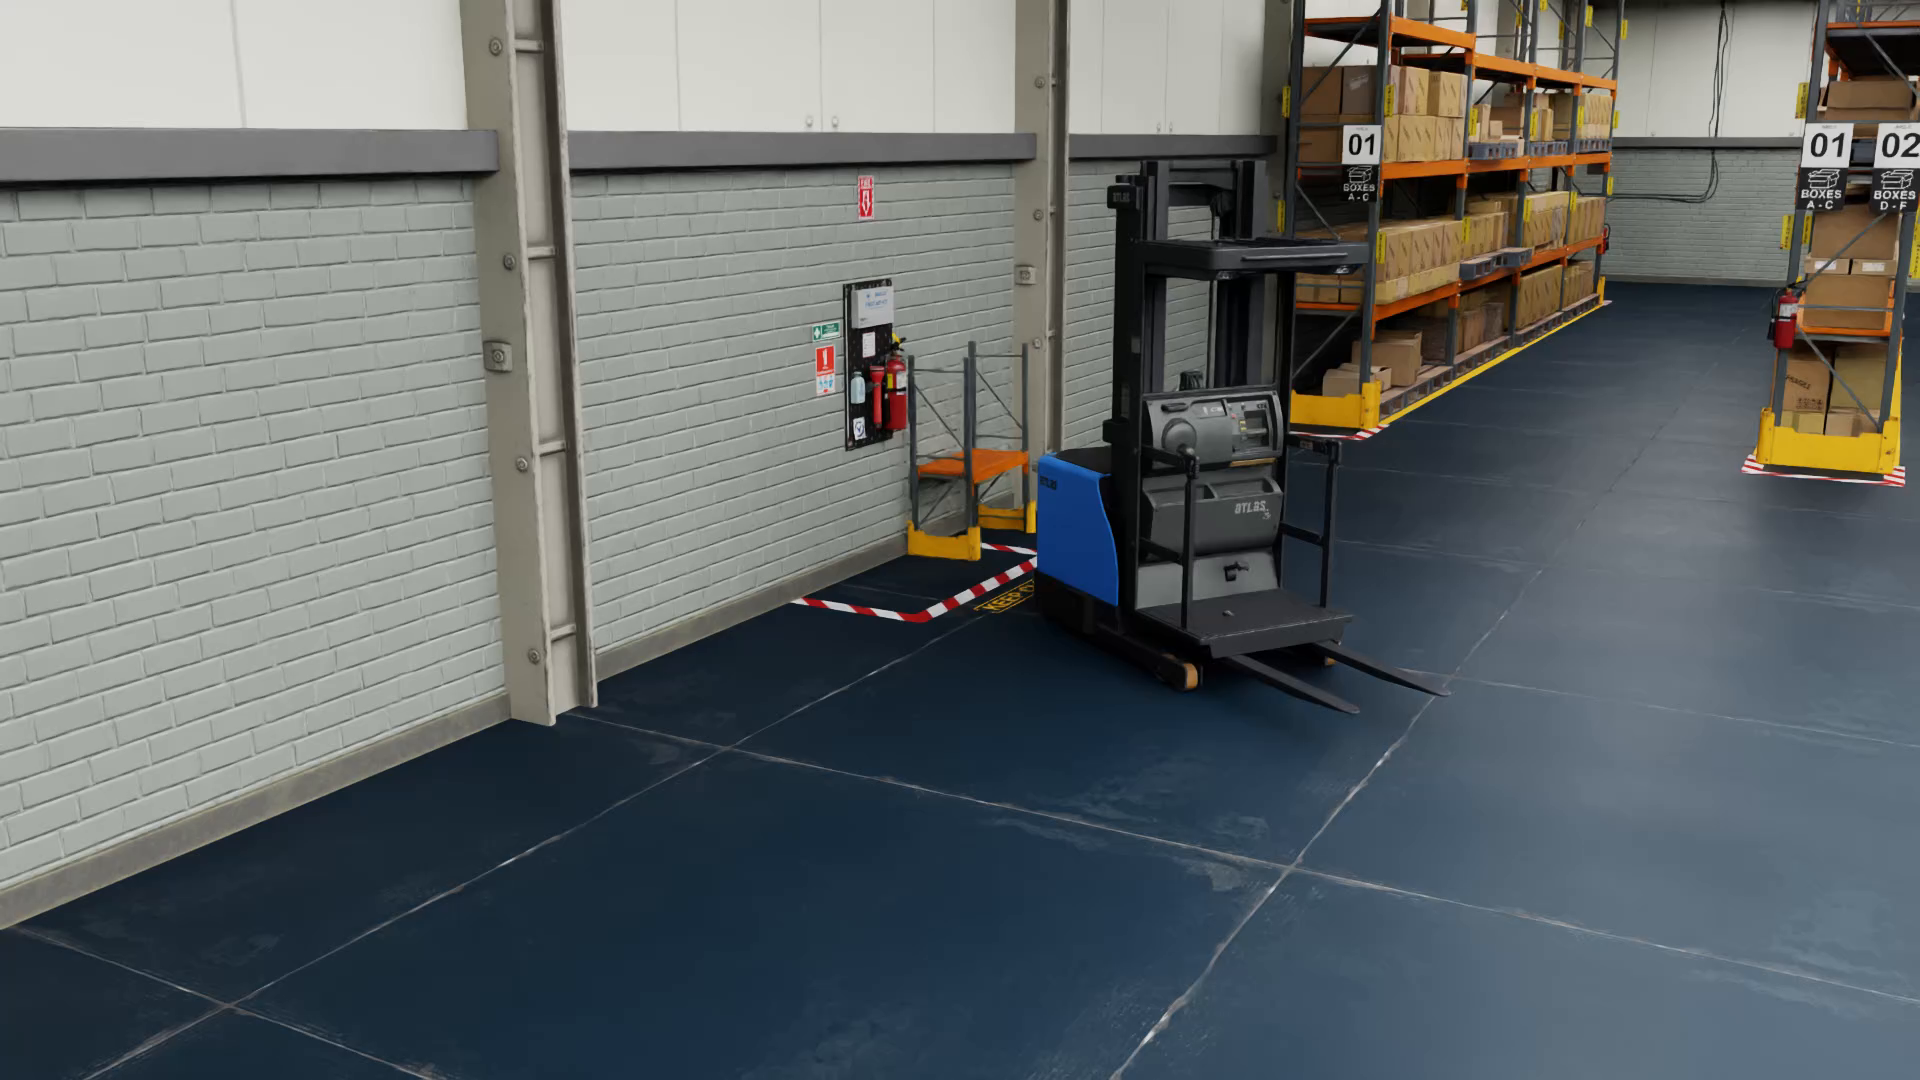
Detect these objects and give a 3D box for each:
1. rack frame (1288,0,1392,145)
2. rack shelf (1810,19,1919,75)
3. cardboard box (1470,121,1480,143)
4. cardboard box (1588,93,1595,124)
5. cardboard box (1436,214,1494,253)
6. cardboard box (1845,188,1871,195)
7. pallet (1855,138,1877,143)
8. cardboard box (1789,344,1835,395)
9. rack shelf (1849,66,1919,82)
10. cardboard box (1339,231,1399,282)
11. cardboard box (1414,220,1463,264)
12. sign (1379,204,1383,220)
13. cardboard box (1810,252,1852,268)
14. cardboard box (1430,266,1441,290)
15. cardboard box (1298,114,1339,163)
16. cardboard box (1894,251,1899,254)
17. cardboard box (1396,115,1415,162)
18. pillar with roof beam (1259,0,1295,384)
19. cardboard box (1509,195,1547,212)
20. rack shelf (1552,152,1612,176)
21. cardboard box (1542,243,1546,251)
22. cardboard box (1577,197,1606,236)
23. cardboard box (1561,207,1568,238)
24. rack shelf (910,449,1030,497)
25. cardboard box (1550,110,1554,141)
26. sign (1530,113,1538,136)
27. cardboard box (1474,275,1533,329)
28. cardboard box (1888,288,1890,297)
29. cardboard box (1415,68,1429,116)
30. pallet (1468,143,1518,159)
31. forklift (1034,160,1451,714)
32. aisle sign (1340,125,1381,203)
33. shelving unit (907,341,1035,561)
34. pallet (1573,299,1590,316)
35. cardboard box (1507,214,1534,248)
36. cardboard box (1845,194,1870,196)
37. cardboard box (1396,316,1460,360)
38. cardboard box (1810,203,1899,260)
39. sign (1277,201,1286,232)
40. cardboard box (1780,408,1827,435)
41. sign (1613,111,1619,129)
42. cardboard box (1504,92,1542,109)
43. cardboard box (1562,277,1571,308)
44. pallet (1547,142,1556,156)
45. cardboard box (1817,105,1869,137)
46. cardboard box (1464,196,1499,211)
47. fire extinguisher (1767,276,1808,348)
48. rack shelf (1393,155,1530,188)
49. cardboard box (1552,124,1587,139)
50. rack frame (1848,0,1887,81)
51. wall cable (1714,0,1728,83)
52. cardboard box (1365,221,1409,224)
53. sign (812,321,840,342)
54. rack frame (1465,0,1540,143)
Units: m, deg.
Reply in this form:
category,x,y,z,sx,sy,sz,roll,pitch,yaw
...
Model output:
category,x,y,z,sx,sy,sz,roll,pitch,yaw
rack frame,3.984,-5.656,17.295,1.000,3.000,0.127,7,15,28
rack shelf,9.289,-4.962,16.803,1.077,0.370,4.000,7,15,28
cardboard box,6.550,-5.409,21.963,0.500,0.311,0.500,8,16,30
cardboard box,10.618,-7.425,28.642,0.500,0.500,0.500,7,15,27
cardboard box,7.050,-4.288,23.267,0.700,0.500,0.500,7,15,28
cardboard box,14.141,-5.309,26.308,0.500,0.500,0.500,7,15,28
pallet,9.275,-3.988,16.964,1.003,0.211,1.213,7,15,28
cardboard box,8.791,-1.762,17.312,0.500,0.500,0.500,7,15,28
rack shelf,13.156,-6.603,23.611,1.077,0.370,4.000,7,15,28
cardboard box,4.478,-3.105,18.190,0.500,0.500,0.500,7,15,28
cardboard box,5.960,-3.730,20.782,0.500,0.500,0.500,7,15,28
sign,5.430,-4.185,21.524,0.100,0.325,0.005,7,15,28
cardboard box,8.712,-2.801,16.654,0.380,0.149,0.250,8,16,29
cardboard box,5.476,-3.160,20.016,0.500,0.250,0.500,7,15,28
cardboard box,3.964,-4.371,18.106,0.500,0.500,0.500,9,16,32
cardboard box,9.321,-2.864,16.915,0.380,0.149,0.250,7,15,27
cardboard box,4.655,-4.403,18.240,0.500,0.500,0.500,9,16,32
pillar with roof beam,7.334,-5.410,16.274,9.100,9.000,0.400,7,15,28
cardboard box,8.794,-5.226,25.819,0.500,0.250,0.500,7,15,28
rack shelf,10.752,-6.721,29.645,1.077,0.370,4.000,7,15,28
cardboard box,9.217,-4.732,26.756,0.380,0.149,0.250,7,15,26
cardboard box,11.481,-6.062,31.140,0.980,0.700,0.700,8,16,31
cardboard box,9.783,-5.281,27.650,0.500,0.500,0.500,7,15,27
rack shelf,0.088,-0.533,12.768,0.538,0.185,1.000,5,14,26
cardboard box,9.263,-6.754,27.098,0.700,0.500,0.500,6,15,25
sign,8.325,-6.029,24.137,0.100,0.325,0.005,7,15,28
cardboard box,8.322,-3.676,25.573,0.750,0.750,0.750,7,15,27
cardboard box,9.305,-2.640,17.371,0.700,0.500,0.500,8,16,30
cardboard box,4.908,-4.998,18.573,0.500,0.500,0.500,8,16,30
pallet,6.808,-5.255,22.432,1.213,0.211,1.003,7,15,28
forklift,1.601,-0.681,9.606,1.130,2.935,3.031,-7,15,-26
aisle sign,4.212,-3.955,17.491,0.394,0.787,0.004,7,15,28
shelving unit,0.089,-0.710,12.736,0.587,1.500,1.083,5,14,26
pallet,10.810,-4.245,30.189,1.003,0.211,1.213,7,15,28
cardboard box,8.310,-4.655,25.050,0.500,0.500,0.500,8,16,30
cardboard box,10.047,-3.588,18.533,0.700,0.500,0.500,7,15,28
cardboard box,6.259,-2.712,22.278,0.700,0.500,0.500,8,16,30
cardboard box,8.585,-2.964,15.946,0.700,0.500,0.500,7,15,28
sign,3.508,-3.523,18.103,0.100,0.325,0.005,7,15,28
cardboard box,8.323,-1.190,16.541,0.500,0.250,0.500,7,15,28
sign,12.187,-7.808,30.901,0.100,0.325,0.005,7,15,28
cardboard box,8.991,-7.006,26.543,0.500,0.250,0.500,7,15,26
cardboard box,10.236,-4.333,29.042,0.700,0.500,0.500,8,16,29
pallet,8.654,-6.115,26.003,1.003,0.211,1.213,8,16,31
cardboard box,8.917,-4.247,16.843,0.500,0.311,0.500,10,17,35
cardboard box,7.844,-5.071,25.177,0.500,0.250,0.500,8,16,30
fire extinguisher,7.858,-2.170,15.800,0.296,0.674,0.183,7,15,28
rack shelf,6.884,-5.079,22.837,1.077,0.370,4.000,7,15,28
cardboard box,10.350,-6.952,28.279,0.500,0.250,0.500,7,15,28
rack frame,12.190,-6.737,21.778,1.000,3.000,0.127,7,15,28
wall cable,17.134,-10.698,34.057,3.097,2.526,0.112,7,15,28
cardboard box,5.254,-3.683,20.589,0.500,0.500,0.500,7,15,28
sign,-0.911,-1.421,11.320,0.001,0.109,0.331,7,15,28
rack frame,7.851,-7.298,24.103,1.000,3.000,0.127,7,15,28
